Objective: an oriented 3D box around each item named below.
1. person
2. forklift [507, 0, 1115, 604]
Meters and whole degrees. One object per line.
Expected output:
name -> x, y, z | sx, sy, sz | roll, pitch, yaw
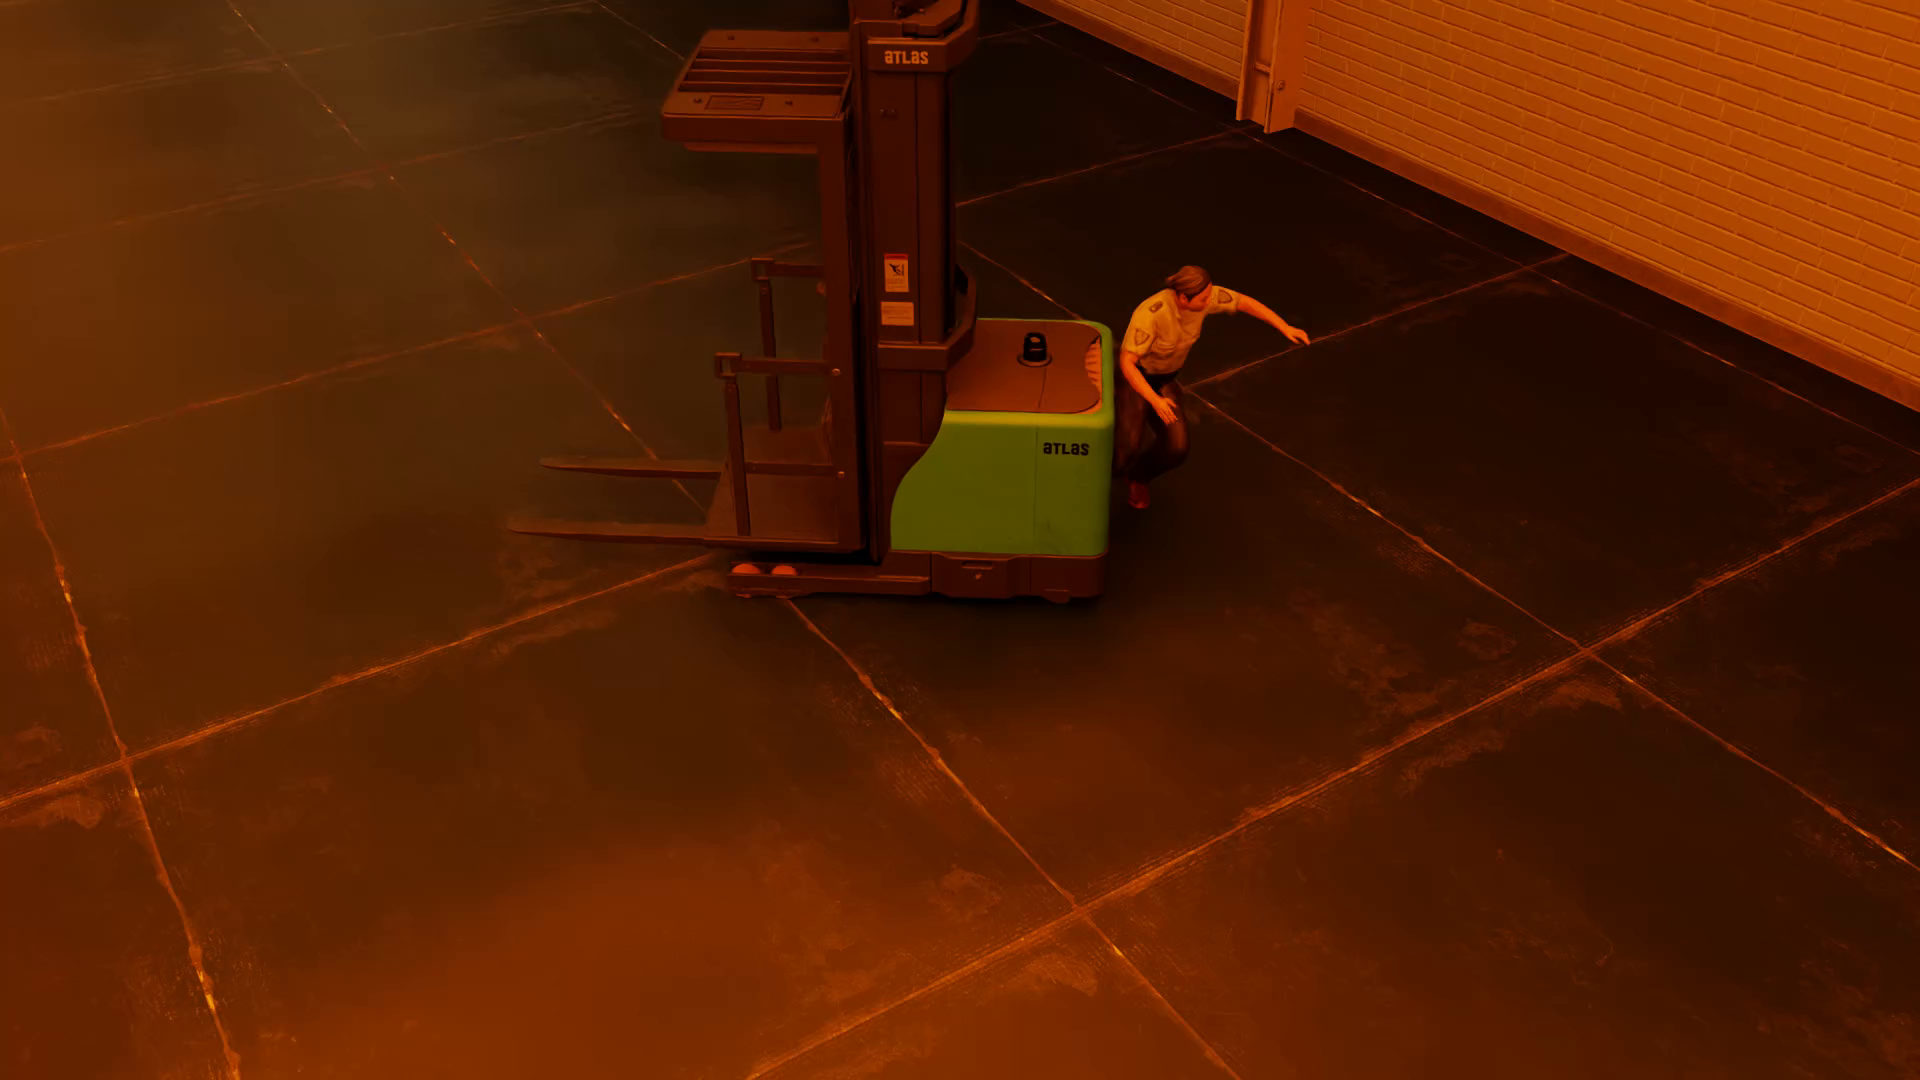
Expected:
person -> 1.021, -0.723, 8.540 | 1.359, 1.410, 0.806 | -24, 42, -30
forklift -> -0.757, -1.208, 7.866 | 3.031, 2.935, 1.130 | 2, 35, 3
